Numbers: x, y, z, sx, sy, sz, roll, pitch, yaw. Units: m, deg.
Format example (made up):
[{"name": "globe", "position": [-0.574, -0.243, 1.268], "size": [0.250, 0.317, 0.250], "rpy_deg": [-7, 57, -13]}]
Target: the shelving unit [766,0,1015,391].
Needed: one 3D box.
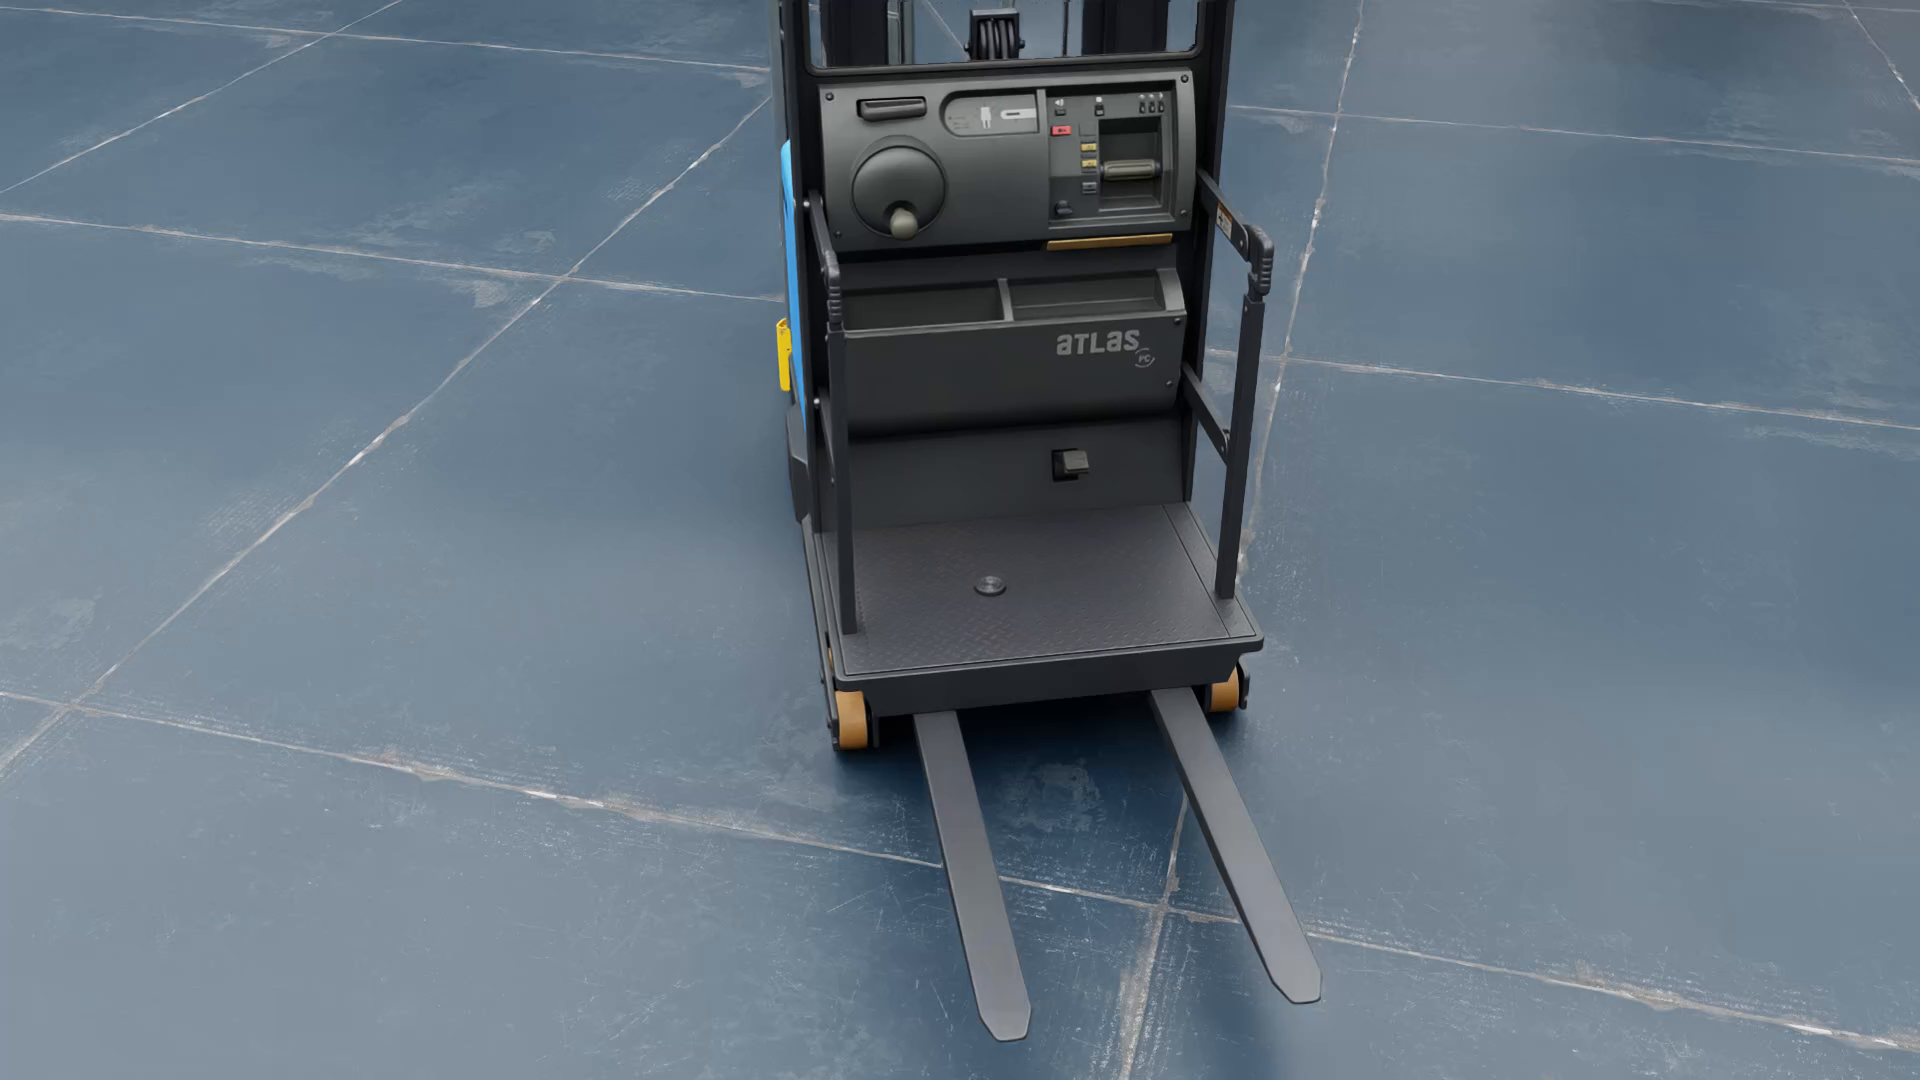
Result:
[{"name": "shelving unit", "position": [-0.208, -1.410, 6.070], "size": [0.587, 1.500, 1.083], "rpy_deg": [11, 34, 17]}]

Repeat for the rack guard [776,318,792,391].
[{"name": "rack guard", "position": [-0.379, -0.631, 6.010], "size": [0.587, 0.250, 0.087], "rpy_deg": [11, 34, 17]}]

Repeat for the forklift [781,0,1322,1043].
[{"name": "forklift", "position": [0.161, -0.890, 3.919], "size": [1.130, 2.935, 3.031], "rpy_deg": [-5, 33, -8]}]

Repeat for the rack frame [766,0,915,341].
[{"name": "rack frame", "position": [-0.385, -1.149, 5.659], "size": [0.500, 1.500, 0.032], "rpy_deg": [11, 34, 17]}]

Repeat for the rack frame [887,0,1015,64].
[{"name": "rack frame", "position": [-0.038, -1.662, 6.466], "size": [0.500, 1.500, 0.032], "rpy_deg": [11, 34, 17]}]

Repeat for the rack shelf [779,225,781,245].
[{"name": "rack shelf", "position": [-0.211, -1.253, 6.159], "size": [0.538, 0.185, 1.000], "rpy_deg": [11, 34, 17]}]
